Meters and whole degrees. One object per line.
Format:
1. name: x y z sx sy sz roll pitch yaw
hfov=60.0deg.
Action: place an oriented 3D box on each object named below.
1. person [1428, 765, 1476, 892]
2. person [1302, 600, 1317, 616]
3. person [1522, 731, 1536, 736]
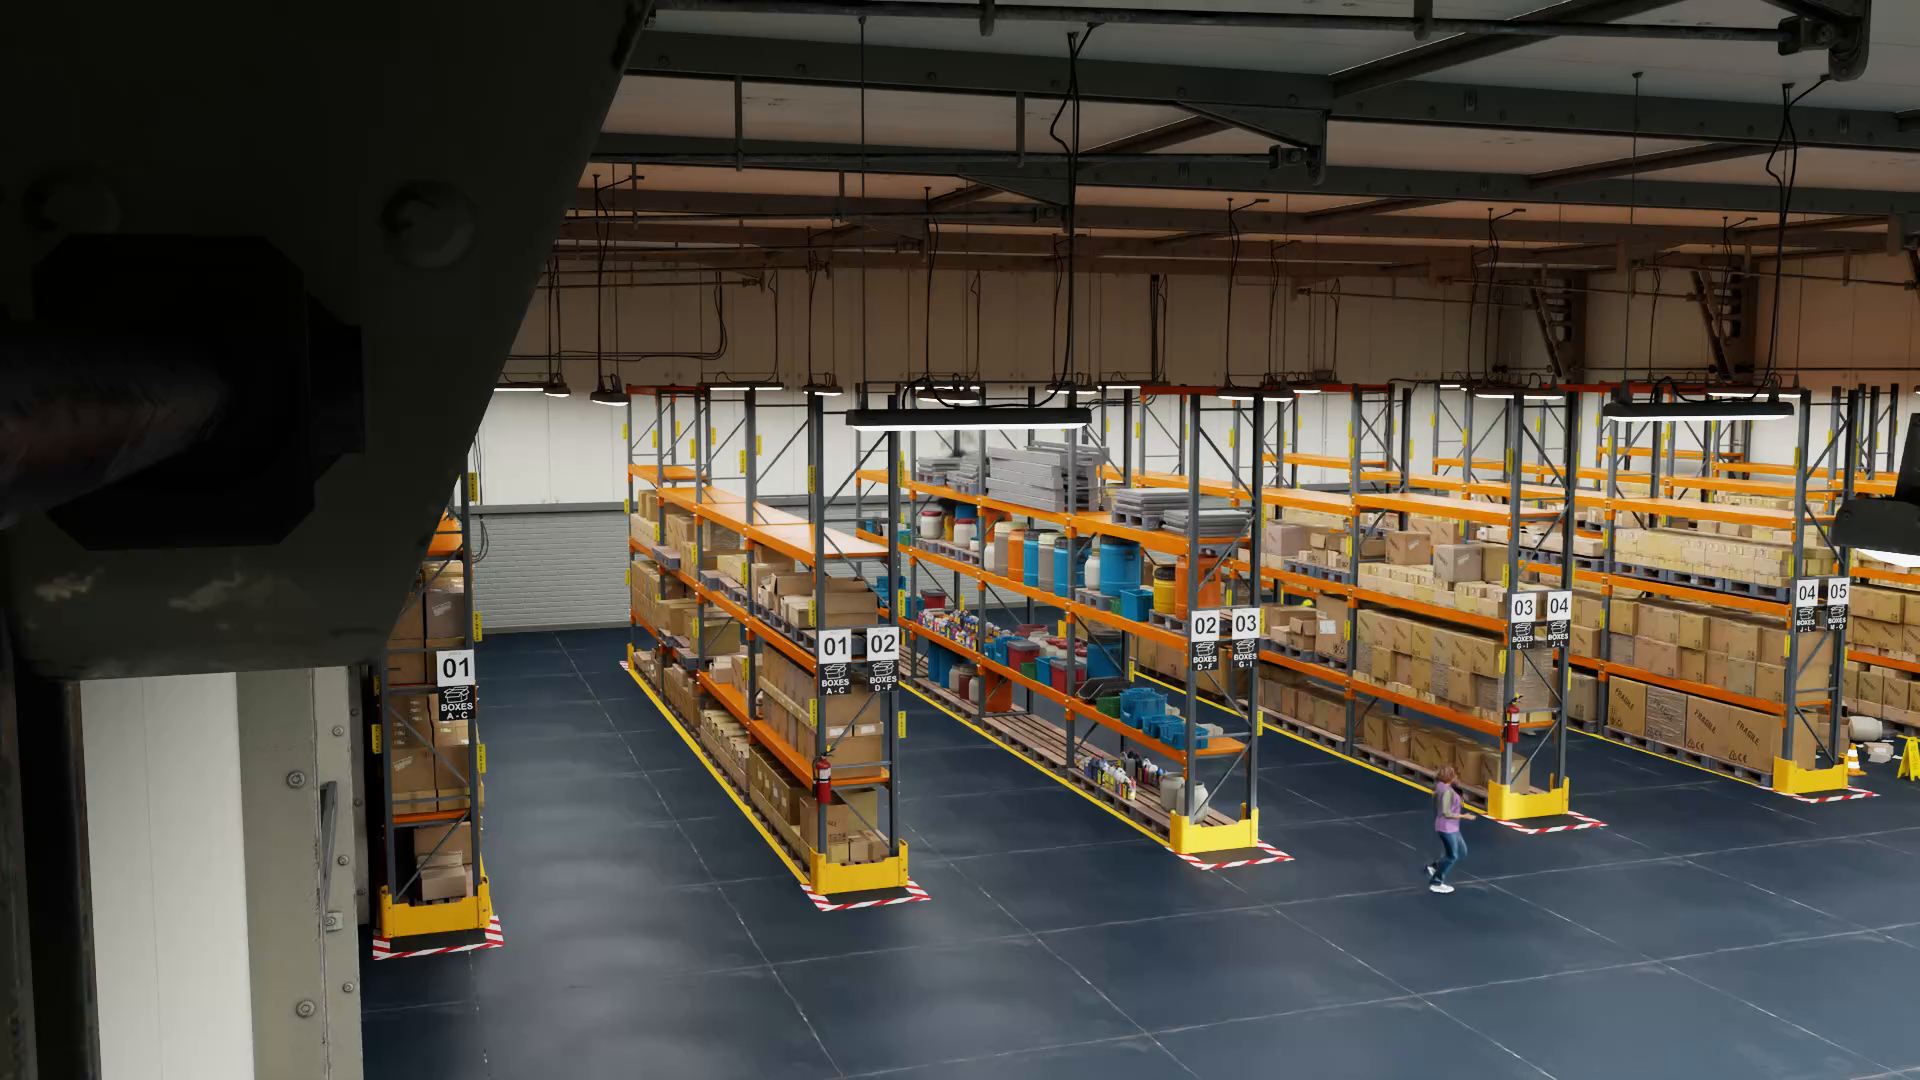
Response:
1. person: 5.935 3.481 20.050 0.532 1.556 0.525 1 6 13
2. person: 6.864 2.070 32.834 0.672 1.785 0.720 -3 7 -27
3. person: 9.774 2.478 28.897 0.654 1.759 0.814 -2 6 -22
